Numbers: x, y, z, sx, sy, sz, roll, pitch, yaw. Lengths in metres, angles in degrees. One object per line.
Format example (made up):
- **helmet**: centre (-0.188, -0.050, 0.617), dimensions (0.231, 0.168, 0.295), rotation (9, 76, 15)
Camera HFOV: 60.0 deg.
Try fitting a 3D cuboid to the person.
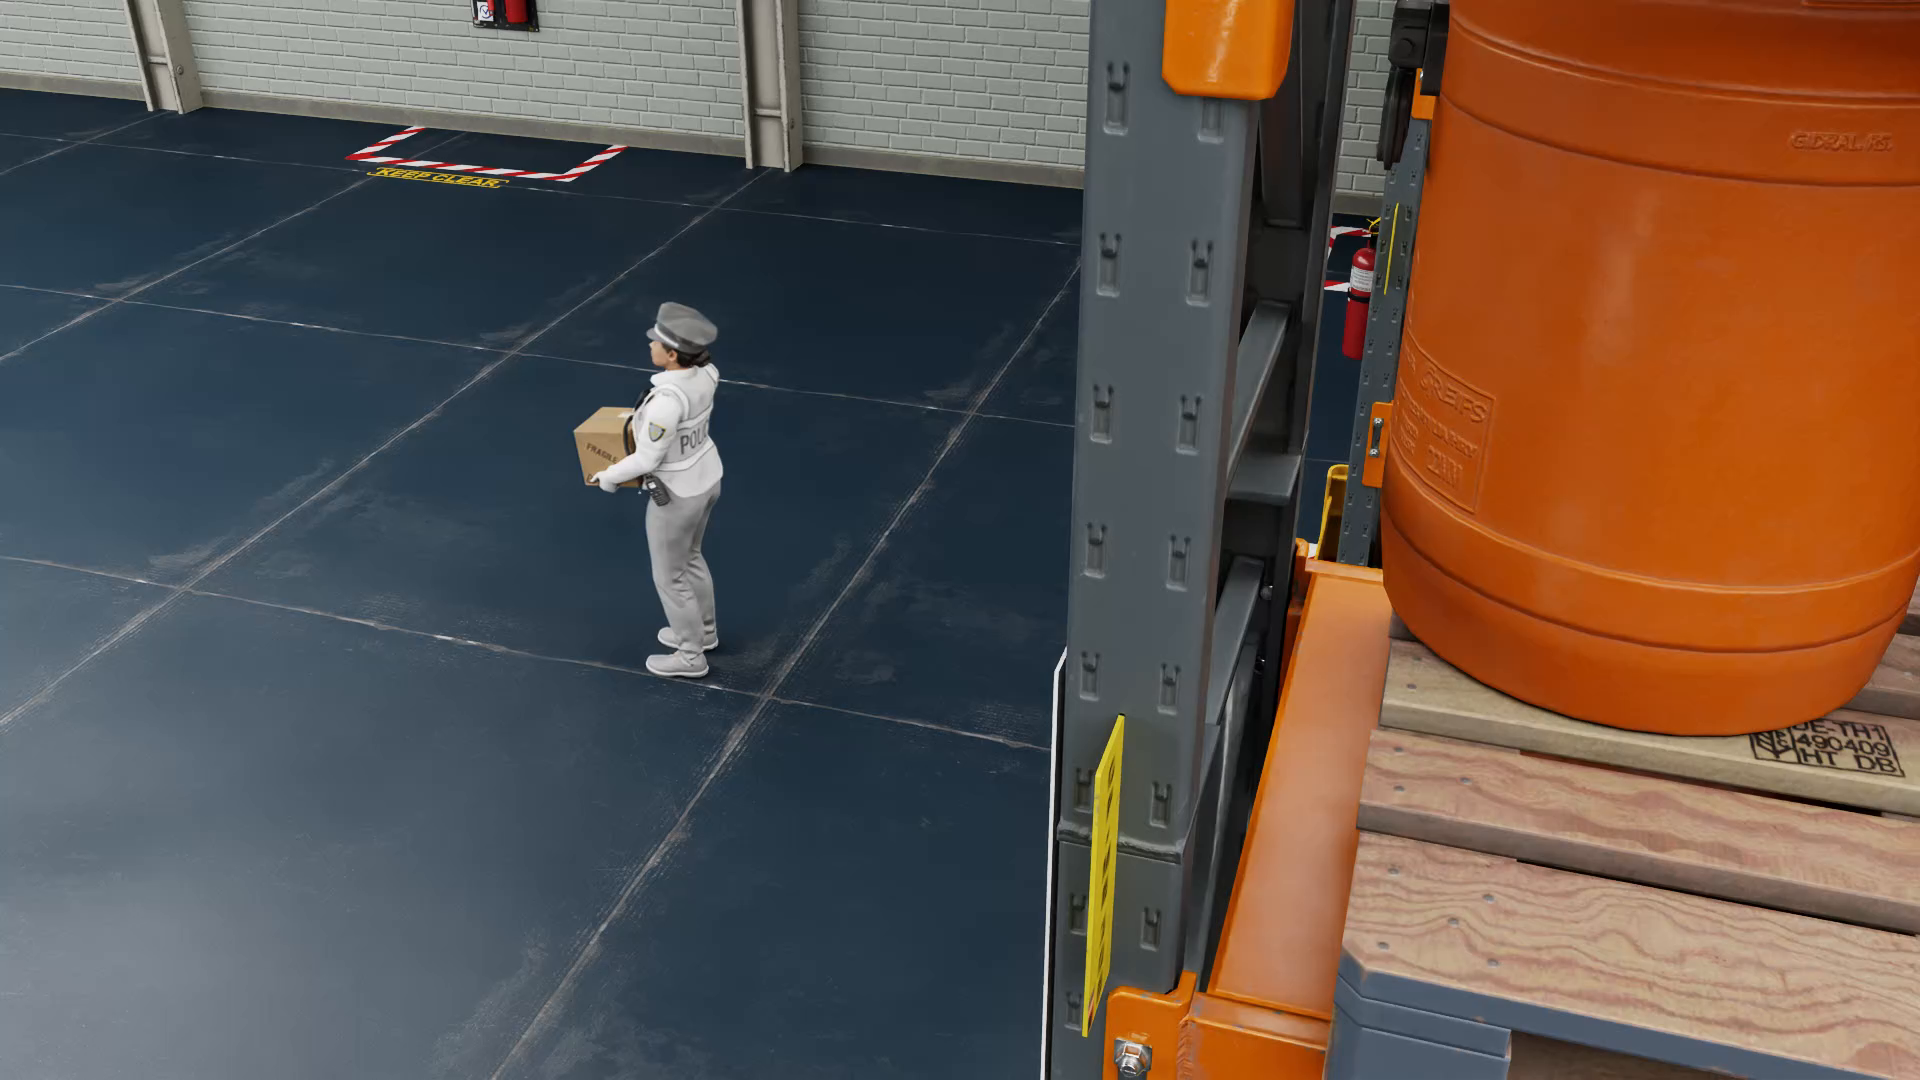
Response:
- **person**: centre (-1.230, -0.213, 6.976), dimensions (0.555, 1.687, 0.461), rotation (9, 31, 15)
